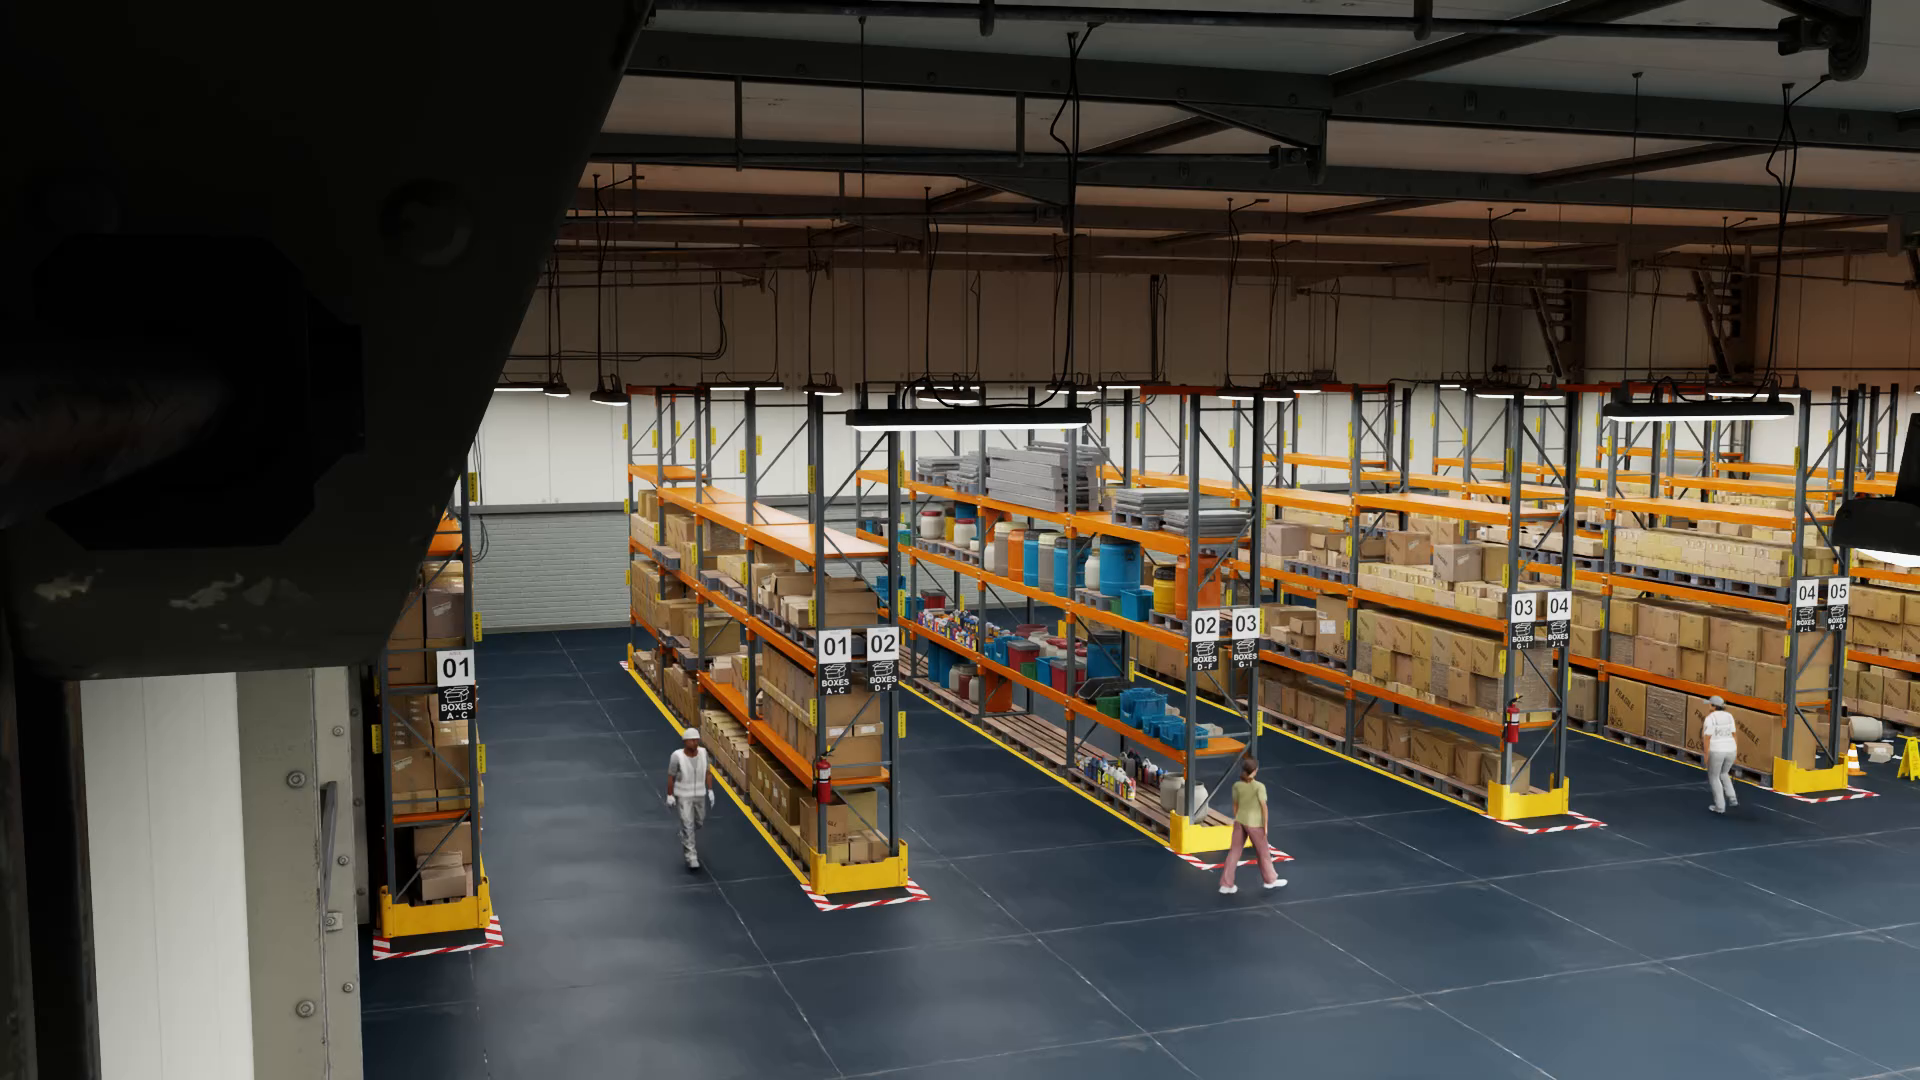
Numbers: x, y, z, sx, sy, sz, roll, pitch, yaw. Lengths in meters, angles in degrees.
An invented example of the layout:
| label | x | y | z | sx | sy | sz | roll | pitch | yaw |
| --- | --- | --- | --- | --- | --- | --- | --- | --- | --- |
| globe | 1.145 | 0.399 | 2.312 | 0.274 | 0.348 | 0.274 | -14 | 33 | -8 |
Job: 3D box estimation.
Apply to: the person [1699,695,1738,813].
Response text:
| label | x | y | z | sx | sy | sz | roll | pitch | yaw |
| --- | --- | --- | --- | --- | --- | --- | --- | --- | --- |
| person | 10.859 | 3.052 | 23.773 | 0.533 | 1.653 | 0.463 | -1 | 6 | -10 |

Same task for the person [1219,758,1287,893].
| label | x | y | z | sx | sy | sz | roll | pitch | yaw |
| --- | --- | --- | --- | --- | --- | --- | --- | --- | --- |
| person | 3.521 | 3.427 | 20.052 | 0.963 | 1.620 | 0.483 | -5 | 7 | -37 |

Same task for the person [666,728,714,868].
| label | x | y | z | sx | sy | sz | roll | pitch | yaw |
| --- | --- | --- | --- | --- | --- | --- | --- | --- | --- |
| person | -3.472 | 3.264 | 21.403 | 0.573 | 1.730 | 1.058 | -4 | 7 | -36 |
